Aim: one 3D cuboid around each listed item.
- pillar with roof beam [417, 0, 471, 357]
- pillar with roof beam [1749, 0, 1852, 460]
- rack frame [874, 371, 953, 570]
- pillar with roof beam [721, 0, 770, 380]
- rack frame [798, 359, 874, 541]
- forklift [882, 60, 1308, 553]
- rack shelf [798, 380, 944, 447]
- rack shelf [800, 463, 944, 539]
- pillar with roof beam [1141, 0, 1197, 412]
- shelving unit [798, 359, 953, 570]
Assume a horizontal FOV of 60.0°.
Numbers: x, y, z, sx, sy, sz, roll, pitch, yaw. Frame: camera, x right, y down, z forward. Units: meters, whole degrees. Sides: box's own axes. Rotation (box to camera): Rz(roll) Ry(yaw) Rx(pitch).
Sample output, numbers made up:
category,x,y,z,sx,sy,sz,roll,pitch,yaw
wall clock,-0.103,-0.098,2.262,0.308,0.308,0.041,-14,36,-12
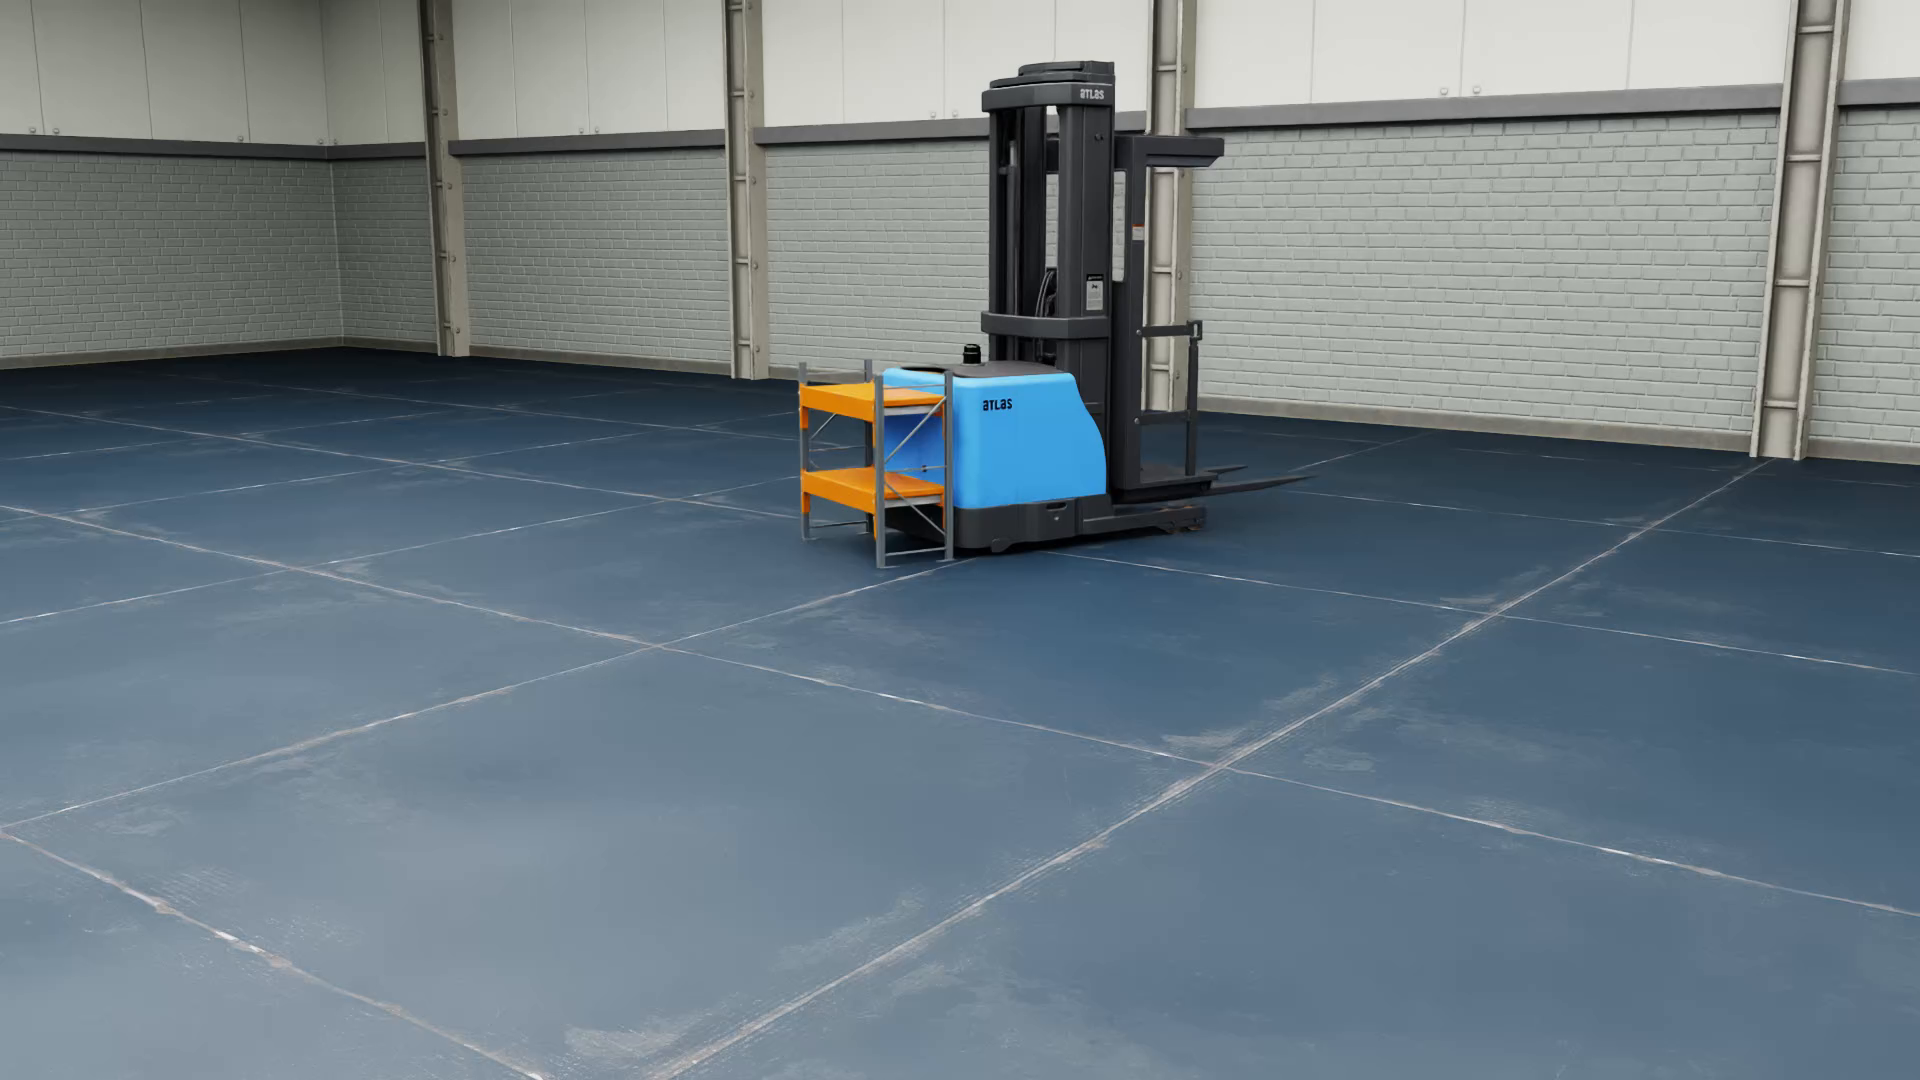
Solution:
category,x,y,z,sx,sy,sz,roll,pitch,yaw
pillar with roof beam,-10.054,-6.499,20.432,0.400,9.000,9.100,8,13,36
pillar with roof beam,4.454,-4.475,9.971,0.400,9.000,9.100,8,13,36
rack frame,-0.264,-0.407,9.671,0.500,1.125,0.032,-6,13,-30
pillar with roof beam,-5.218,-5.824,16.945,0.400,9.000,9.100,8,13,36
rack frame,-0.780,-0.573,10.531,0.500,1.125,0.032,-6,13,-30
forklift,0.999,-1.553,10.840,3.031,2.935,1.130,-7,13,-33
rack shelf,-0.522,-0.777,10.046,0.538,0.278,1.000,-6,13,-30
rack shelf,-0.522,-0.250,10.148,0.538,0.278,1.000,-6,13,-30
pillar with roof beam,-0.382,-5.150,13.458,0.400,9.000,9.100,8,13,36
shelving unit,-0.522,-0.490,10.101,0.538,1.125,1.048,-6,13,-30
